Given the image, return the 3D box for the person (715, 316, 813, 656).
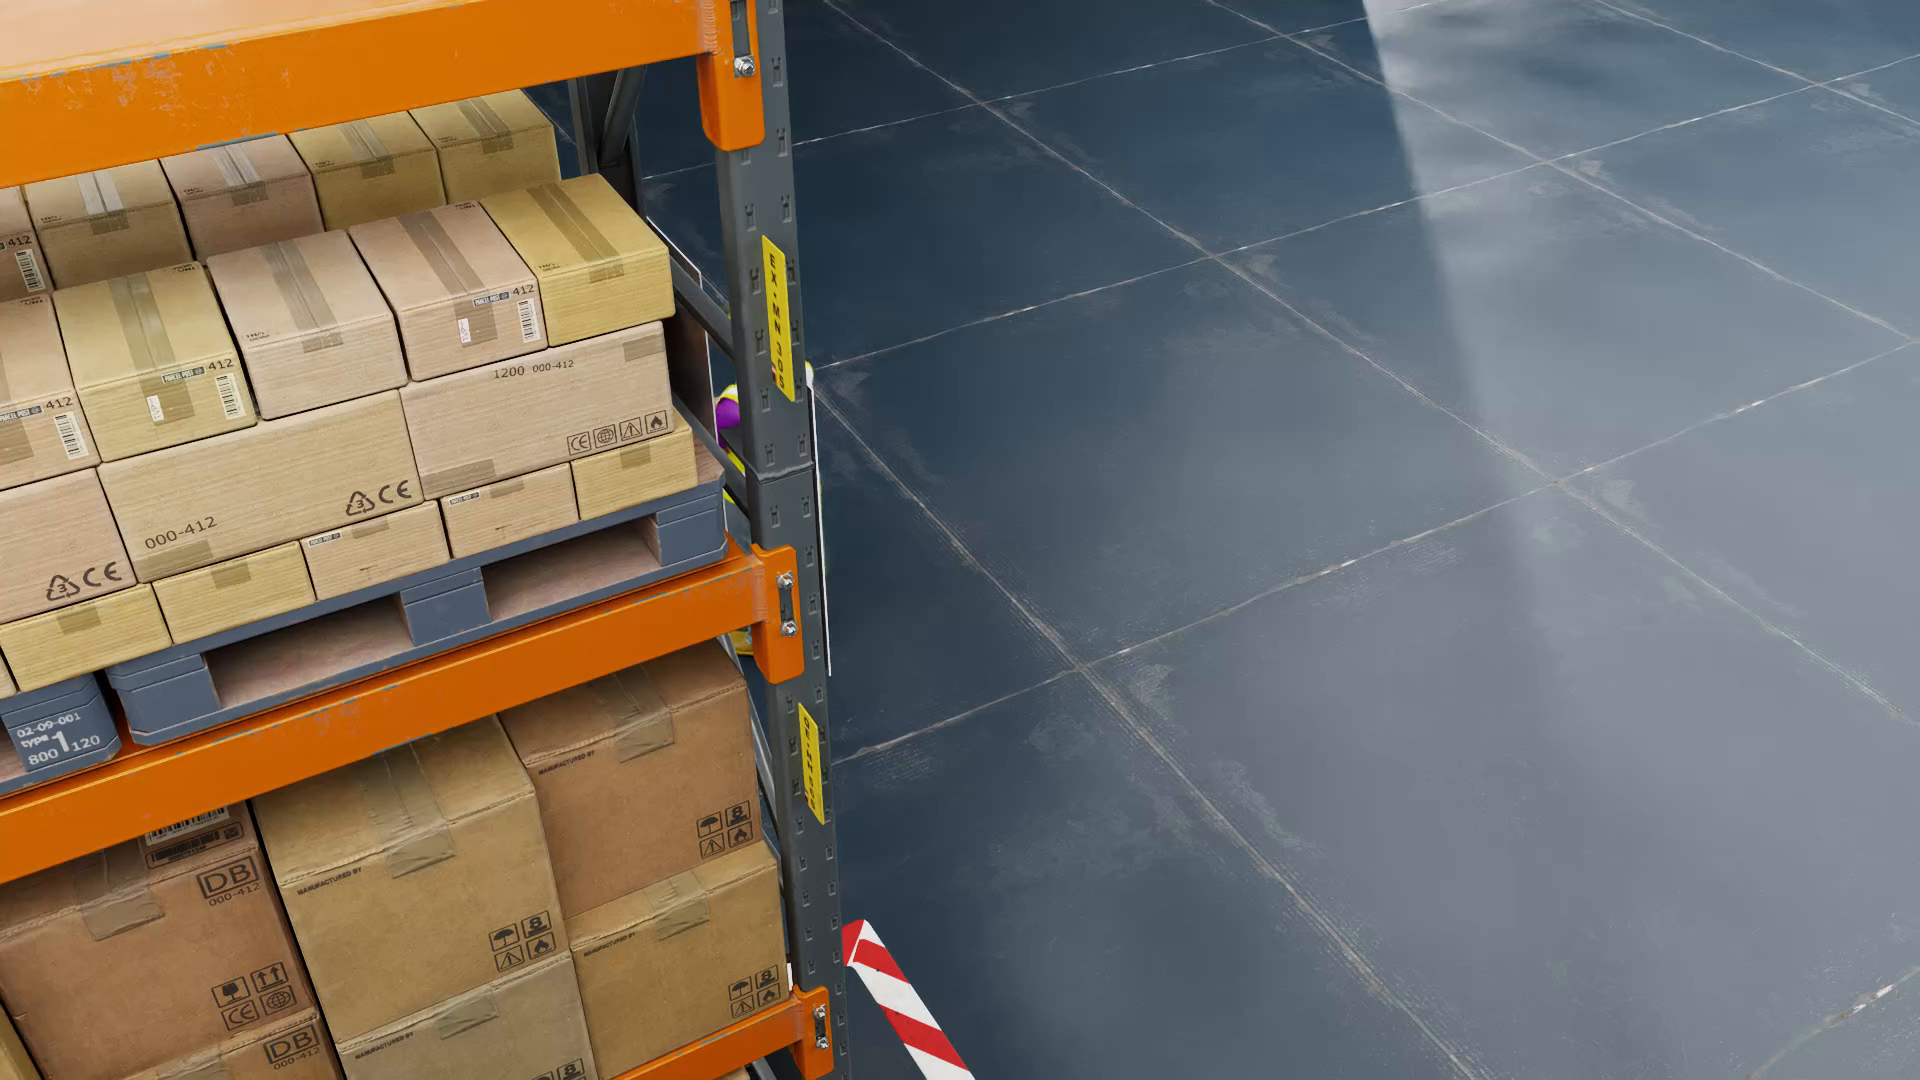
[{"bbox_3d":[-0.947,-0.269,7.272,0.578,1.765,0.514,19,41,24],"label":"person"}]
